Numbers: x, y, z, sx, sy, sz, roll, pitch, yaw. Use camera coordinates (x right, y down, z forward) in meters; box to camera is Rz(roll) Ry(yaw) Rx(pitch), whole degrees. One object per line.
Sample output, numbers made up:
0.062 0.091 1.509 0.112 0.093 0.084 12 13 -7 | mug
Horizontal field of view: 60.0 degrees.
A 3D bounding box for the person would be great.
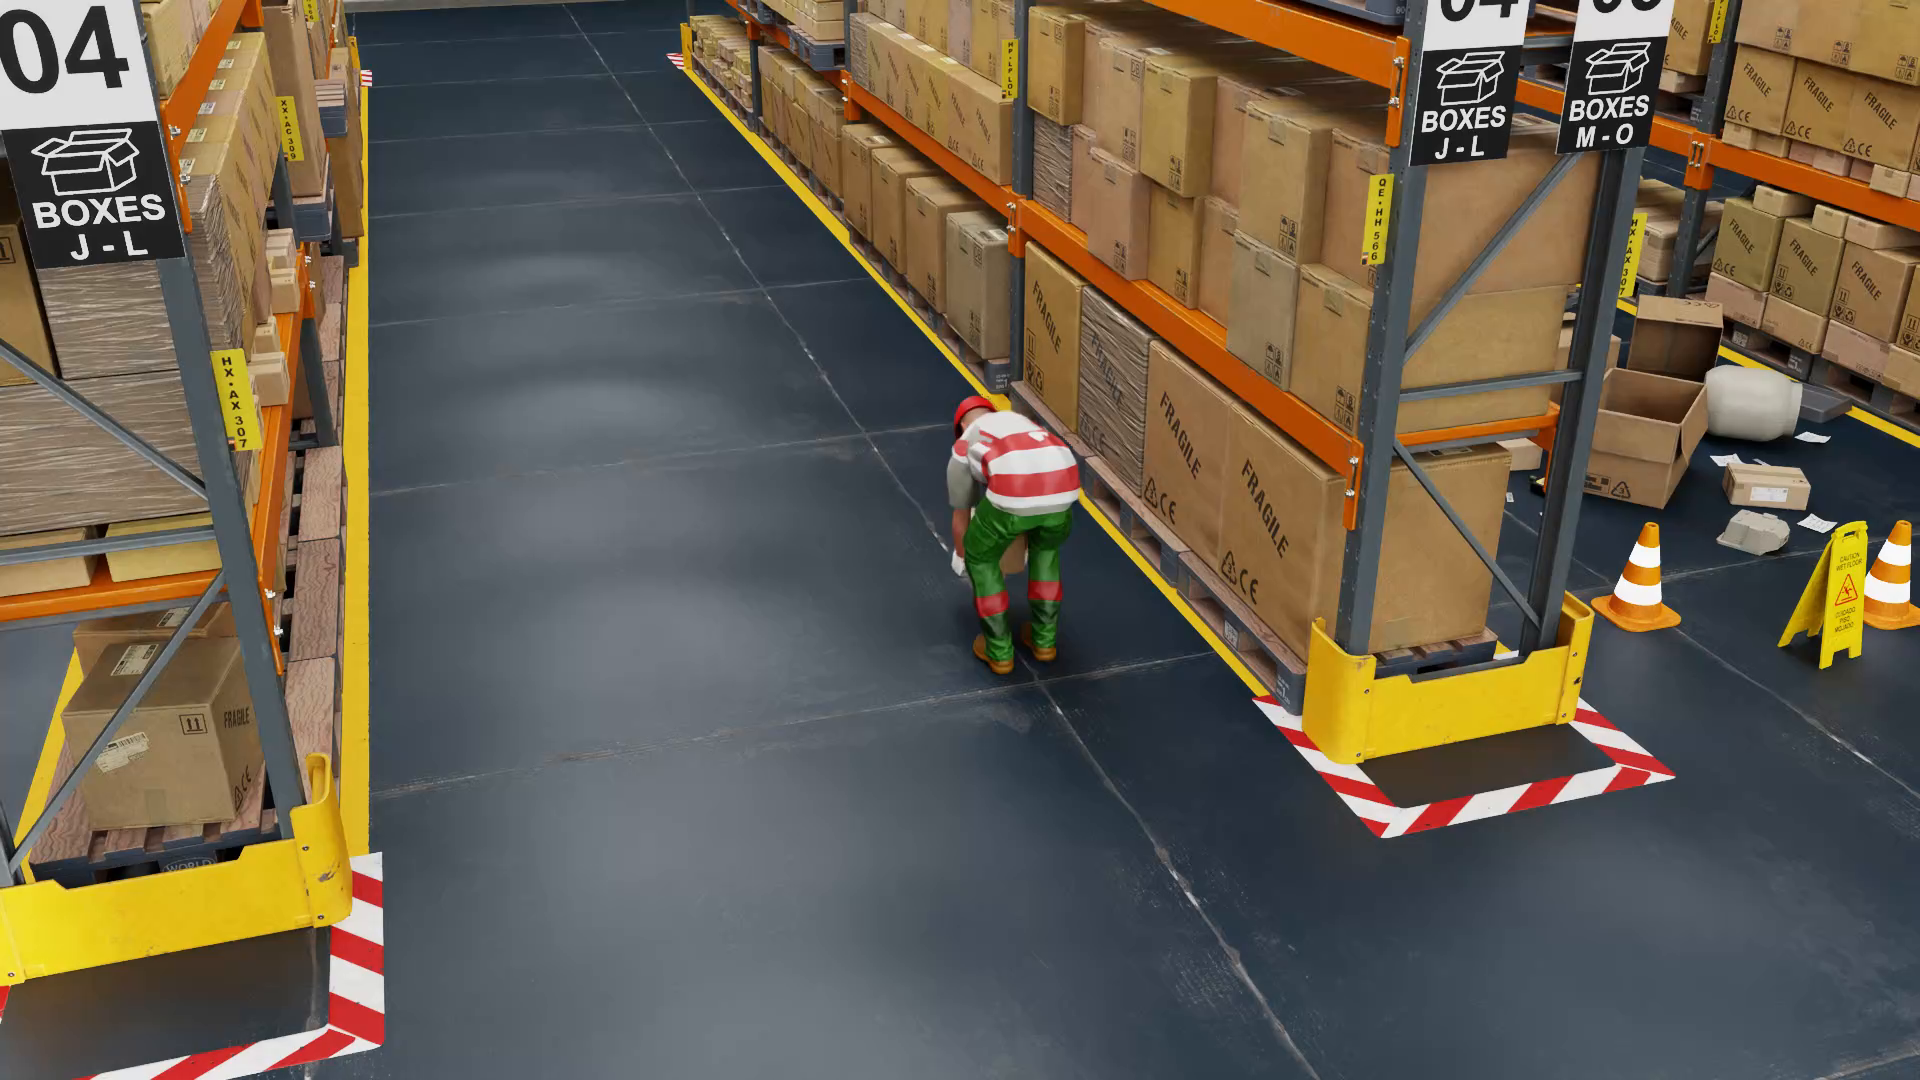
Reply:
0.257 -0.261 7.132 0.608 1.777 0.454 -9 28 -19 | person
